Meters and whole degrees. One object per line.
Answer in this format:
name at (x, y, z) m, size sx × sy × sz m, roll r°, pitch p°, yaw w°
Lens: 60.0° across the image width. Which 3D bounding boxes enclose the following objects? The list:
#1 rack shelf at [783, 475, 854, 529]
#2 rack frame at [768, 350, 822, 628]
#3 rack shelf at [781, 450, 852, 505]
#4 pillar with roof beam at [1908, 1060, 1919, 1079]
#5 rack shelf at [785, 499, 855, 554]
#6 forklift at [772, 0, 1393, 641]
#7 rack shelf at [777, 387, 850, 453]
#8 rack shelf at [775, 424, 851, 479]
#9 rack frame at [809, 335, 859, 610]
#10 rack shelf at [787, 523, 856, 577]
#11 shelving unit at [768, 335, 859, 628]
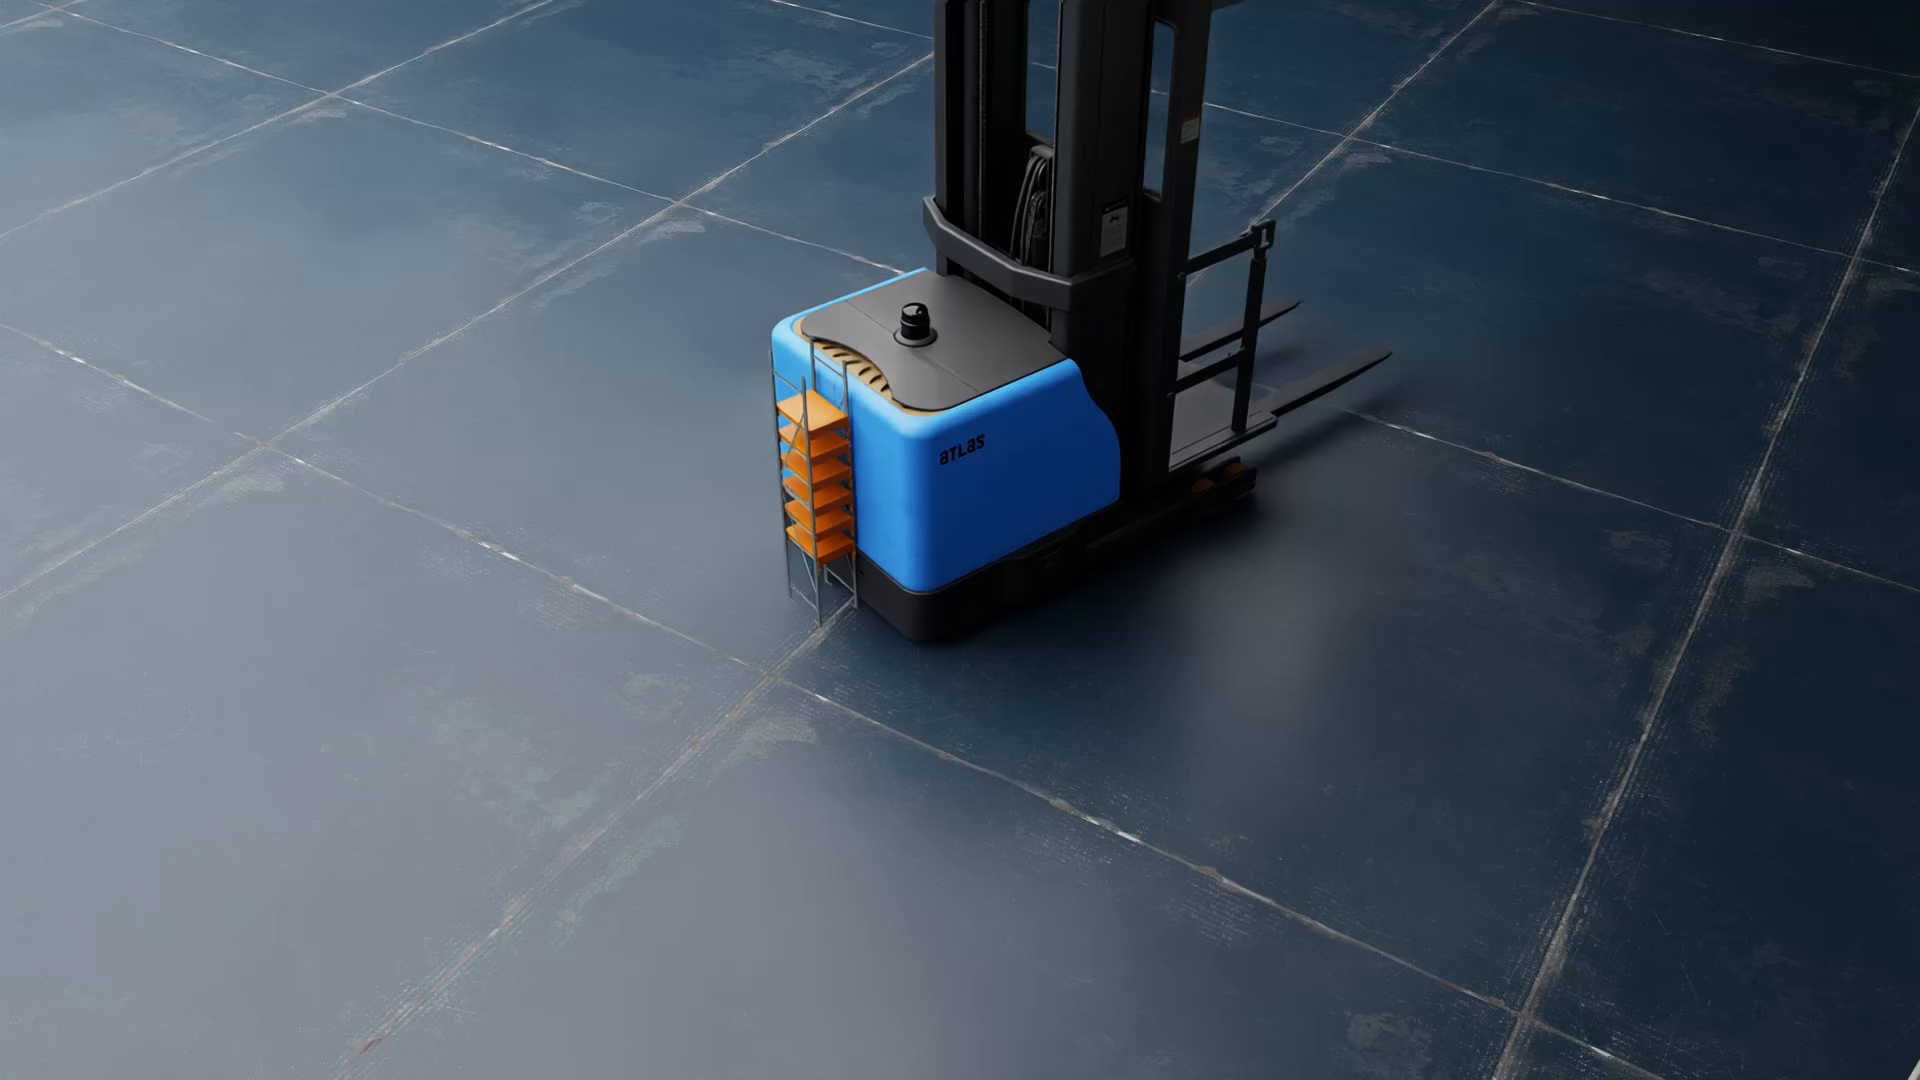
rack shelf at (-0.567, -0.174, 6.566) m, size 0.180 × 0.103 × 0.258 m, roll -25°, pitch 44°, yaw -29°
rack frame at (-0.639, -0.175, 6.494) m, size 0.006 × 1.200 × 0.240 m, roll -25°, pitch 44°, yaw -29°
rack shelf at (-0.567, -0.269, 6.493) m, size 0.180 × 0.103 × 0.258 m, roll -25°, pitch 44°, yaw -29°
pillar with roof beam at (-0.849, -3.071, 3.864) m, size 9.100 × 9.000 × 0.400 m, roll 21°, pitch 42°, yaw 25°
rack shelf at (-0.567, -0.079, 6.639) m, size 0.180 × 0.103 × 0.258 m, roll -25°, pitch 44°, yaw -29°
forklift at (0.707, -1.498, 6.792) m, size 3.031 × 2.935 × 1.130 m, roll -25°, pitch 44°, yaw -29°
rack shelf at (-0.567, -0.459, 6.346) m, size 0.180 × 0.103 × 0.258 m, roll -25°, pitch 44°, yaw -29°
rack shelf at (-0.567, -0.364, 6.419) m, size 0.180 × 0.103 × 0.258 m, roll -25°, pitch 44°, yaw -29°
rack frame at (-0.495, -0.244, 6.583) m, size 0.006 × 1.200 × 0.240 m, roll -25°, pitch 44°, yaw -29°
rack shelf at (-0.567, 0.016, 6.712) m, size 0.180 × 0.103 × 0.258 m, roll -25°, pitch 44°, yaw -29°
shelving unit at (-0.567, -0.209, 6.539) m, size 0.189 × 1.200 × 0.258 m, roll -25°, pitch 44°, yaw -29°
